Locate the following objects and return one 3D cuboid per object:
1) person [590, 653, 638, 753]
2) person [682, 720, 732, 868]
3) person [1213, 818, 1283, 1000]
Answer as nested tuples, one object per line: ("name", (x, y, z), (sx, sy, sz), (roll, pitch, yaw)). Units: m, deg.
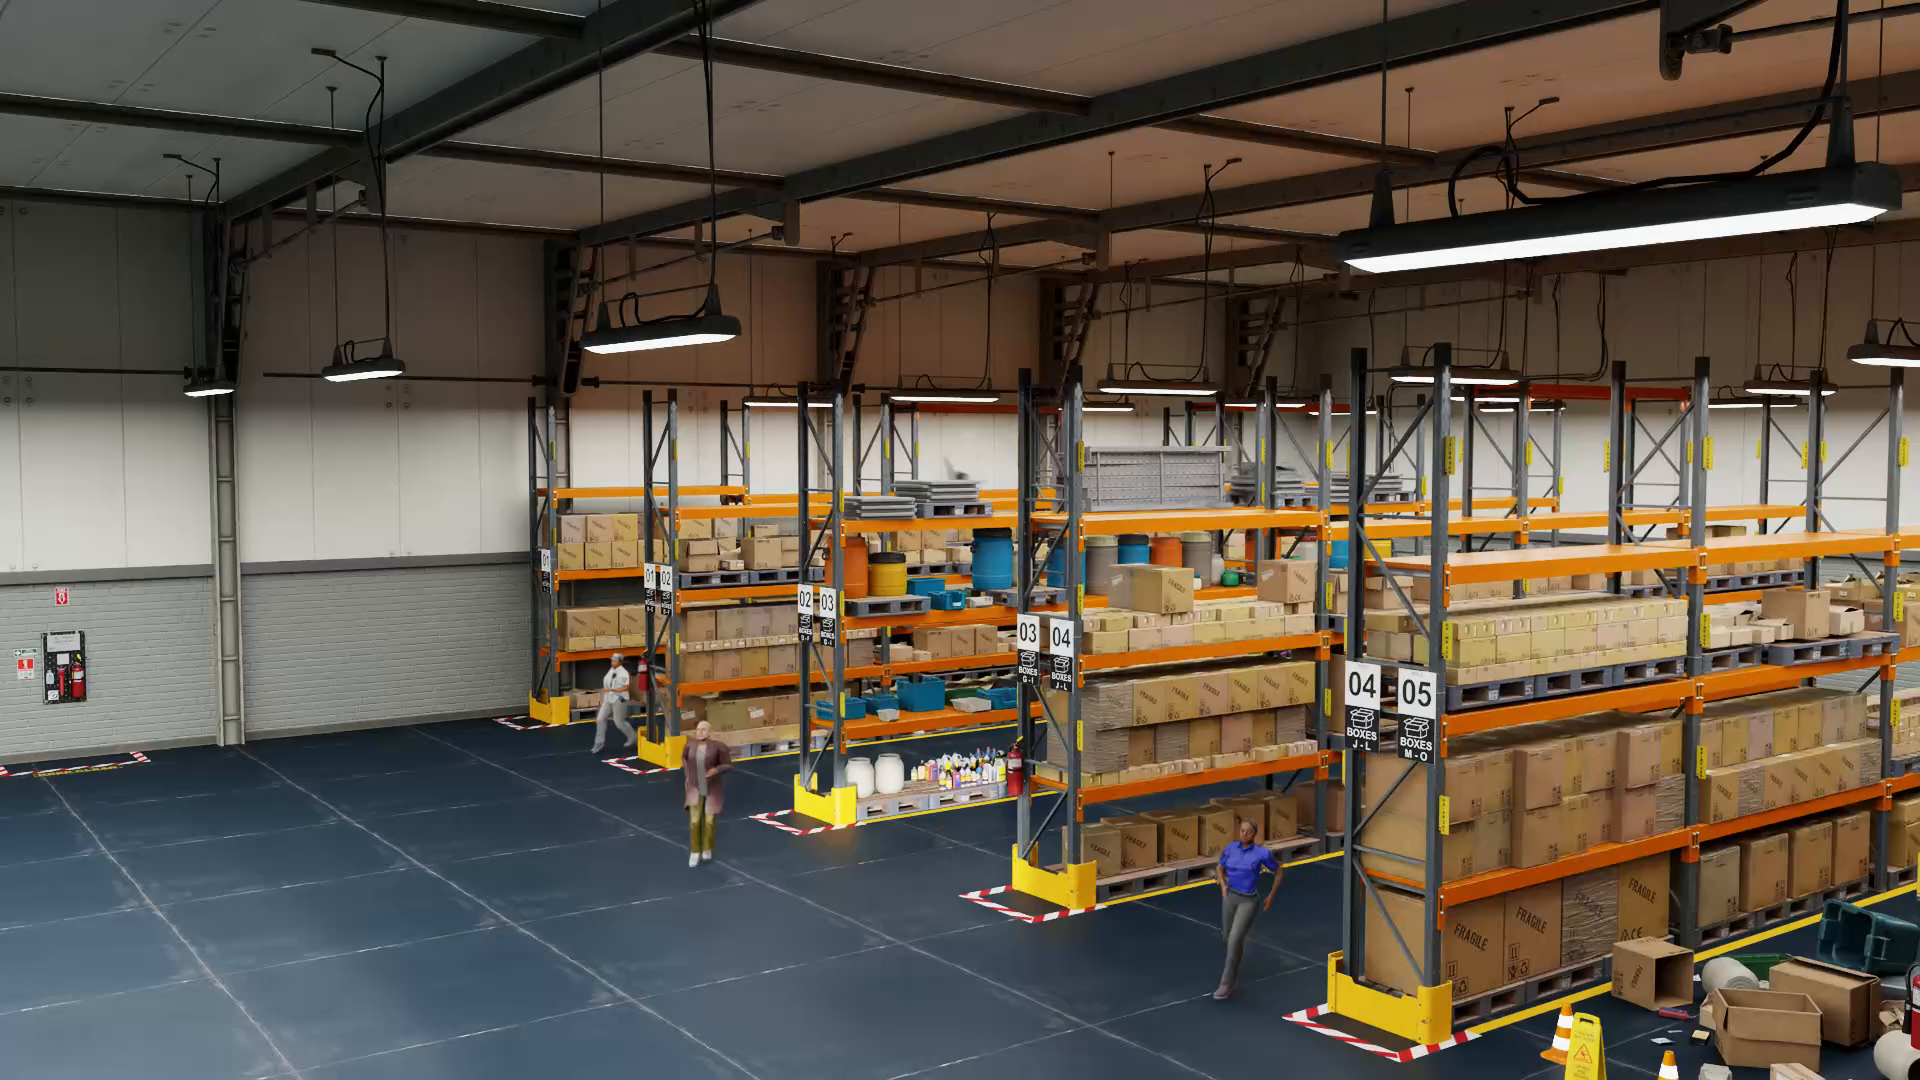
("person", (-5.714, 2.712, 27.750), (0.621, 1.685, 0.862), (3, 5, 44))
("person", (-3.100, 3.200, 20.240), (0.670, 1.617, 0.783), (0, 3, 2))
("person", (2.693, 3.418, 15.635), (0.627, 1.636, 0.864), (2, 4, 33))
